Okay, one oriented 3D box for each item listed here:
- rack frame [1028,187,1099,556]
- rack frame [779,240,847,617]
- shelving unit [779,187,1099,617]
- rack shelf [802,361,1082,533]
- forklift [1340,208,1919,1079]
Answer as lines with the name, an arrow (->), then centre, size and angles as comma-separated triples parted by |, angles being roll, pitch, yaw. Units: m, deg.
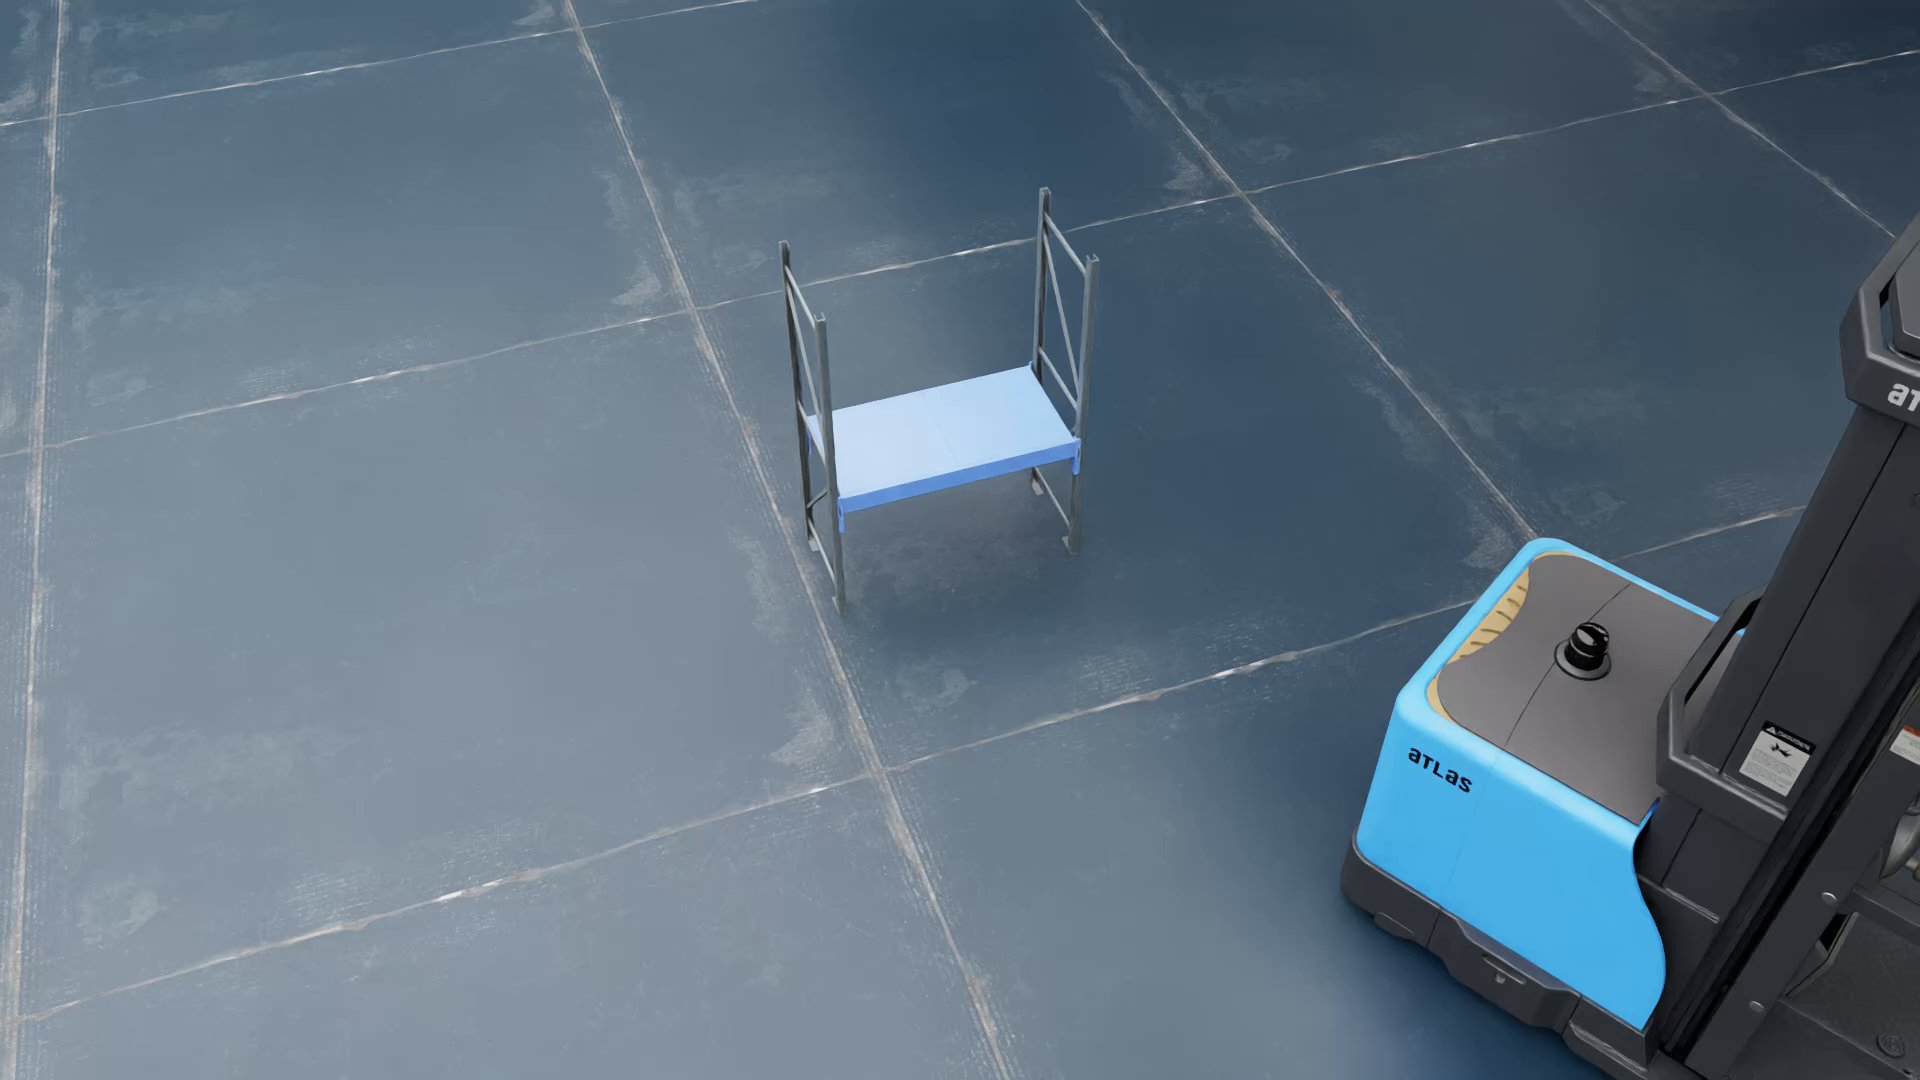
rack frame -> 0.398, -0.631, 6.629 | 0.032, 1.500, 0.500 | -14, 47, -14
rack frame -> -0.558, -0.387, 6.386 | 0.032, 1.500, 0.500 | -14, 47, -14
shelving unit -> -0.080, -0.509, 6.508 | 1.048, 1.500, 0.538 | -14, 47, -14
rack shelf -> -0.080, -0.382, 6.635 | 1.000, 0.185, 0.538 | -14, 47, -14
forklift -> 2.772, 0.626, 4.366 | 3.031, 2.935, 1.130 | 31, 53, 27
